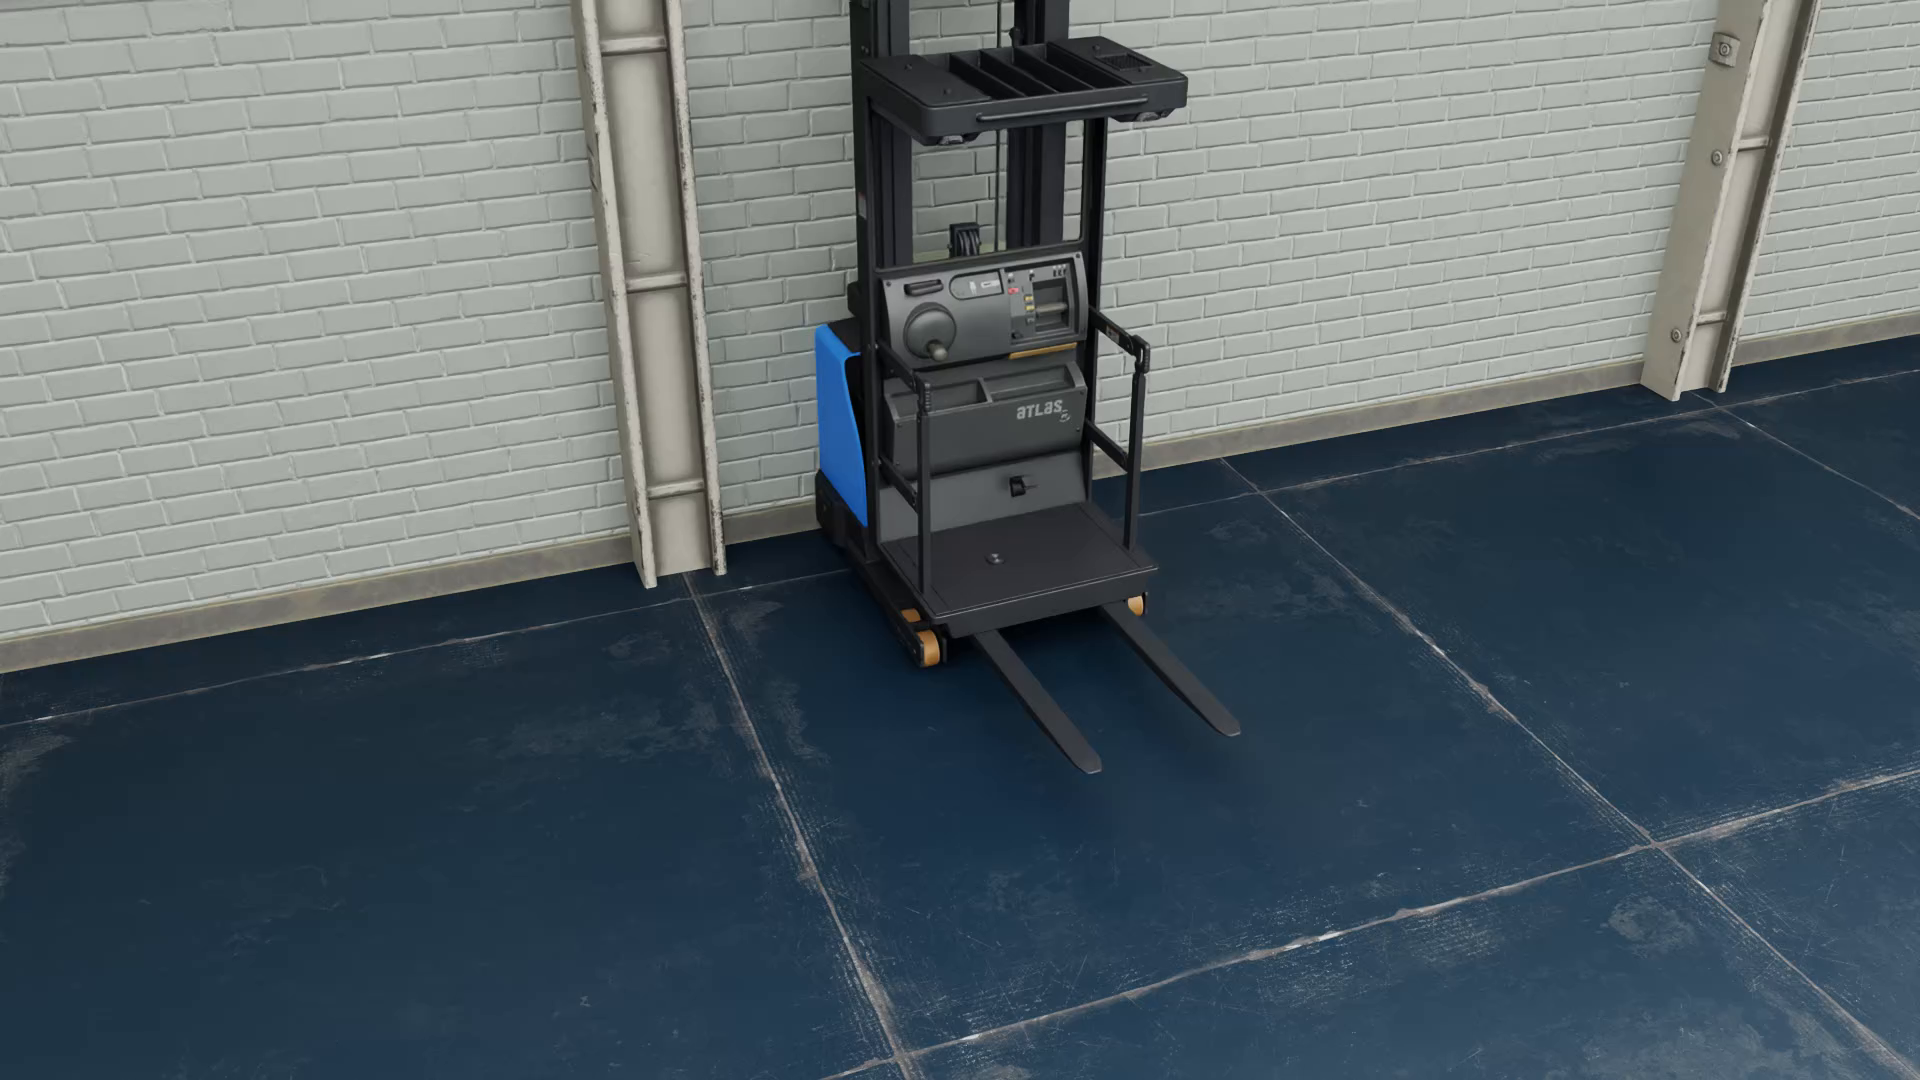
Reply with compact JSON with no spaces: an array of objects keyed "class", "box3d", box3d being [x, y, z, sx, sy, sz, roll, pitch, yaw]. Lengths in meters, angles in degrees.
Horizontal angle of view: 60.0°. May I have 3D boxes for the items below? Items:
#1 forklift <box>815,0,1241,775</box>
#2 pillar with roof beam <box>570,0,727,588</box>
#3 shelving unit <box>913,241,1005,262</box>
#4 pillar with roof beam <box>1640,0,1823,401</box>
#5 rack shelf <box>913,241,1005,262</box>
[{"class":"forklift","box3d":[0.202,-0.955,6.965,1.130,2.935,3.031,-12,32,-20]},{"class":"pillar with roof beam","box3d":[0.147,-1.789,2.299,0.400,9.000,9.100,-10,31,-18]},{"class":"shelving unit","box3d":[-0.020,-0.807,7.982,0.755,1.500,0.431,-11,29,-17]},{"class":"pillar with roof beam","box3d":[5.771,-2.825,4.117,0.400,9.000,9.100,-10,31,-18]},{"class":"rack shelf","box3d":[-0.031,-1.153,7.802,0.720,0.370,0.431,-11,29,-17]}]
